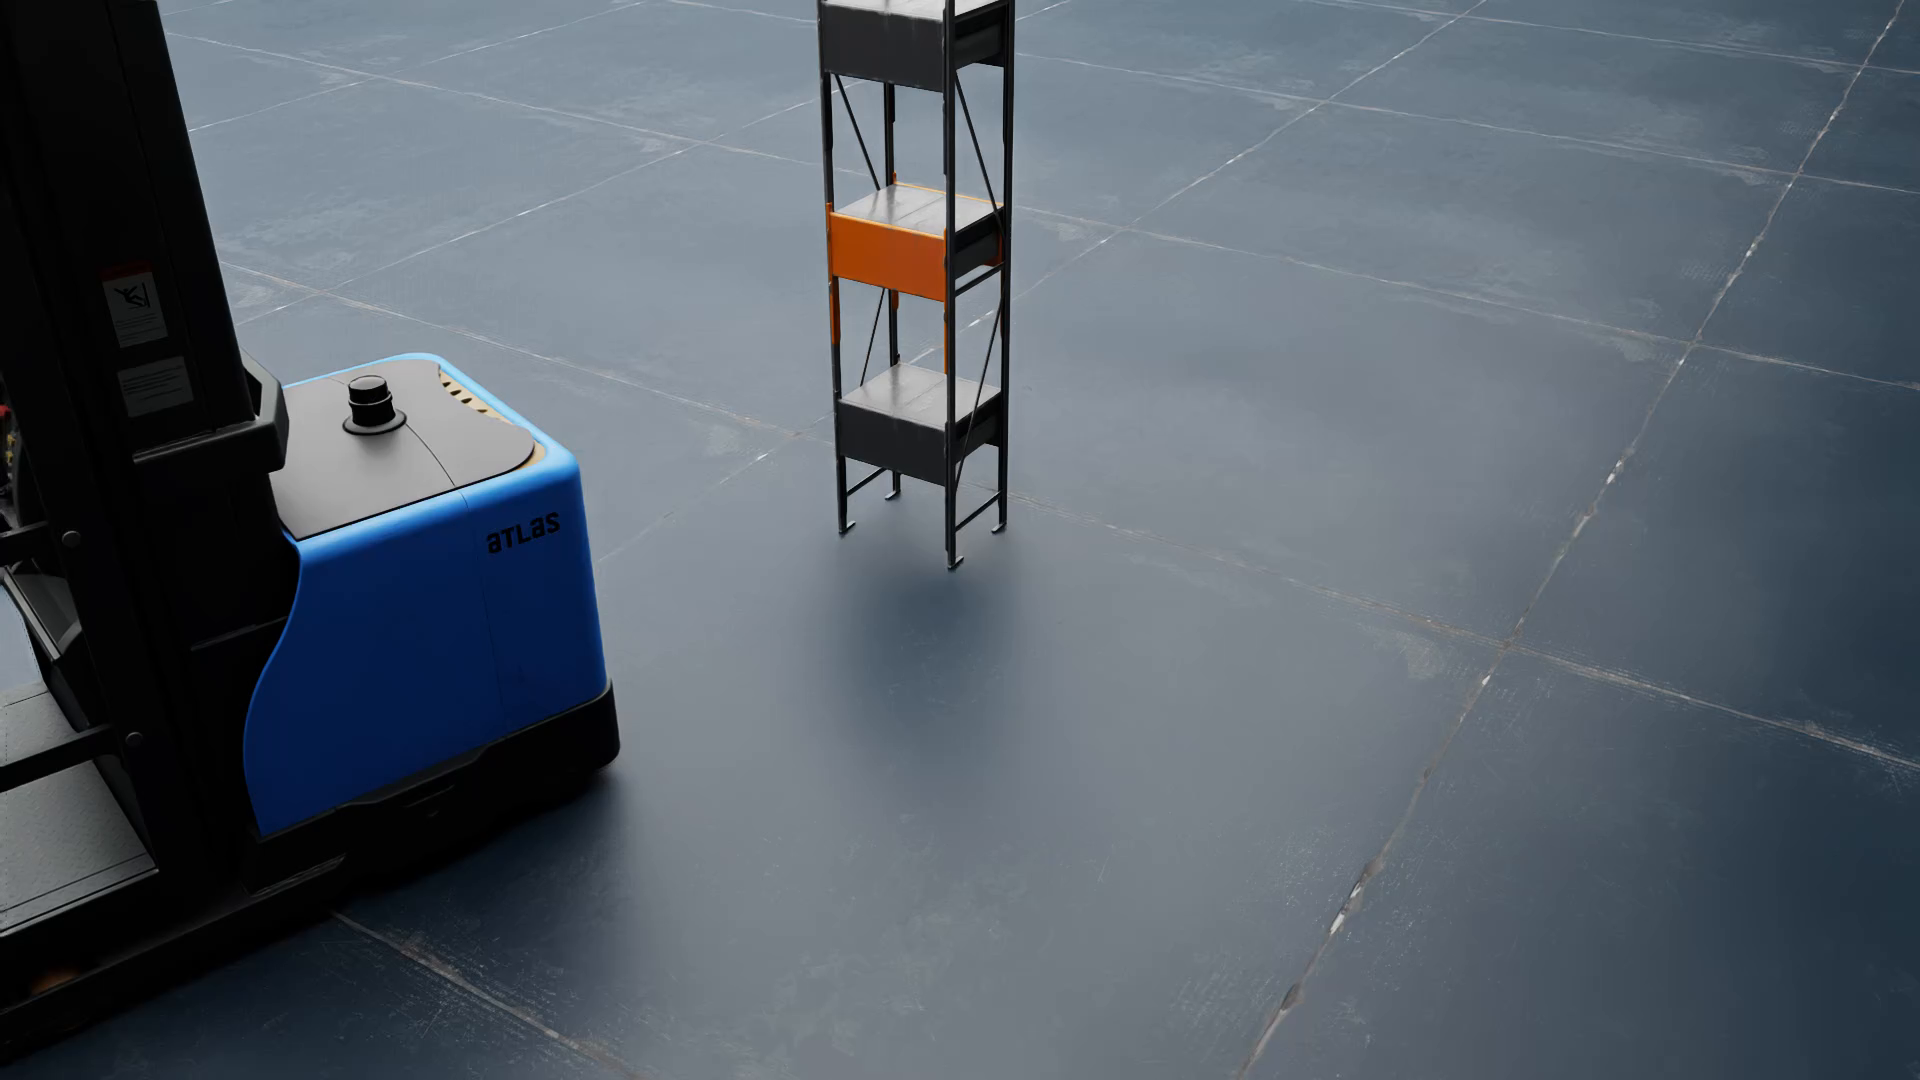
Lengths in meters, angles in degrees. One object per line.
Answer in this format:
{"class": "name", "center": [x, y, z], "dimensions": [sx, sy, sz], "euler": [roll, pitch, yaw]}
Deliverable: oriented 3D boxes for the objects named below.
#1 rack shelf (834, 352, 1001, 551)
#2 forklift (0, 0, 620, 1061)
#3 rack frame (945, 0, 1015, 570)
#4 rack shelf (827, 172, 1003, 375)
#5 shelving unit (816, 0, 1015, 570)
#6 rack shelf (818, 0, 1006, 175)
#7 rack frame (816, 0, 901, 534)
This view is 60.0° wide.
{"class": "rack shelf", "center": [-0.140, -0.335, 6.157], "dimensions": [0.480, 0.518, 0.431], "euler": [18, 35, 27]}
{"class": "forklift", "center": [-2.485, -0.279, 3.820], "dimensions": [3.031, 2.935, 1.130], "euler": [-23, 37, -33]}
{"class": "rack frame", "center": [0.066, -0.886, 5.685], "dimensions": [0.015, 2.100, 0.400], "euler": [18, 35, 27]}
{"class": "rack shelf", "center": [-0.140, -0.940, 5.804], "dimensions": [0.480, 0.518, 0.431], "euler": [18, 35, 27]}
{"class": "shelving unit", "center": [-0.140, -0.951, 5.797], "dimensions": [0.503, 2.100, 0.431], "euler": [18, 35, 27]}
{"class": "rack shelf", "center": [-0.140, -1.544, 5.451], "dimensions": [0.480, 0.518, 0.431], "euler": [18, 35, 27]}
{"class": "rack frame", "center": [-0.347, -1.017, 5.909], "dimensions": [0.015, 2.100, 0.400], "euler": [18, 35, 27]}
